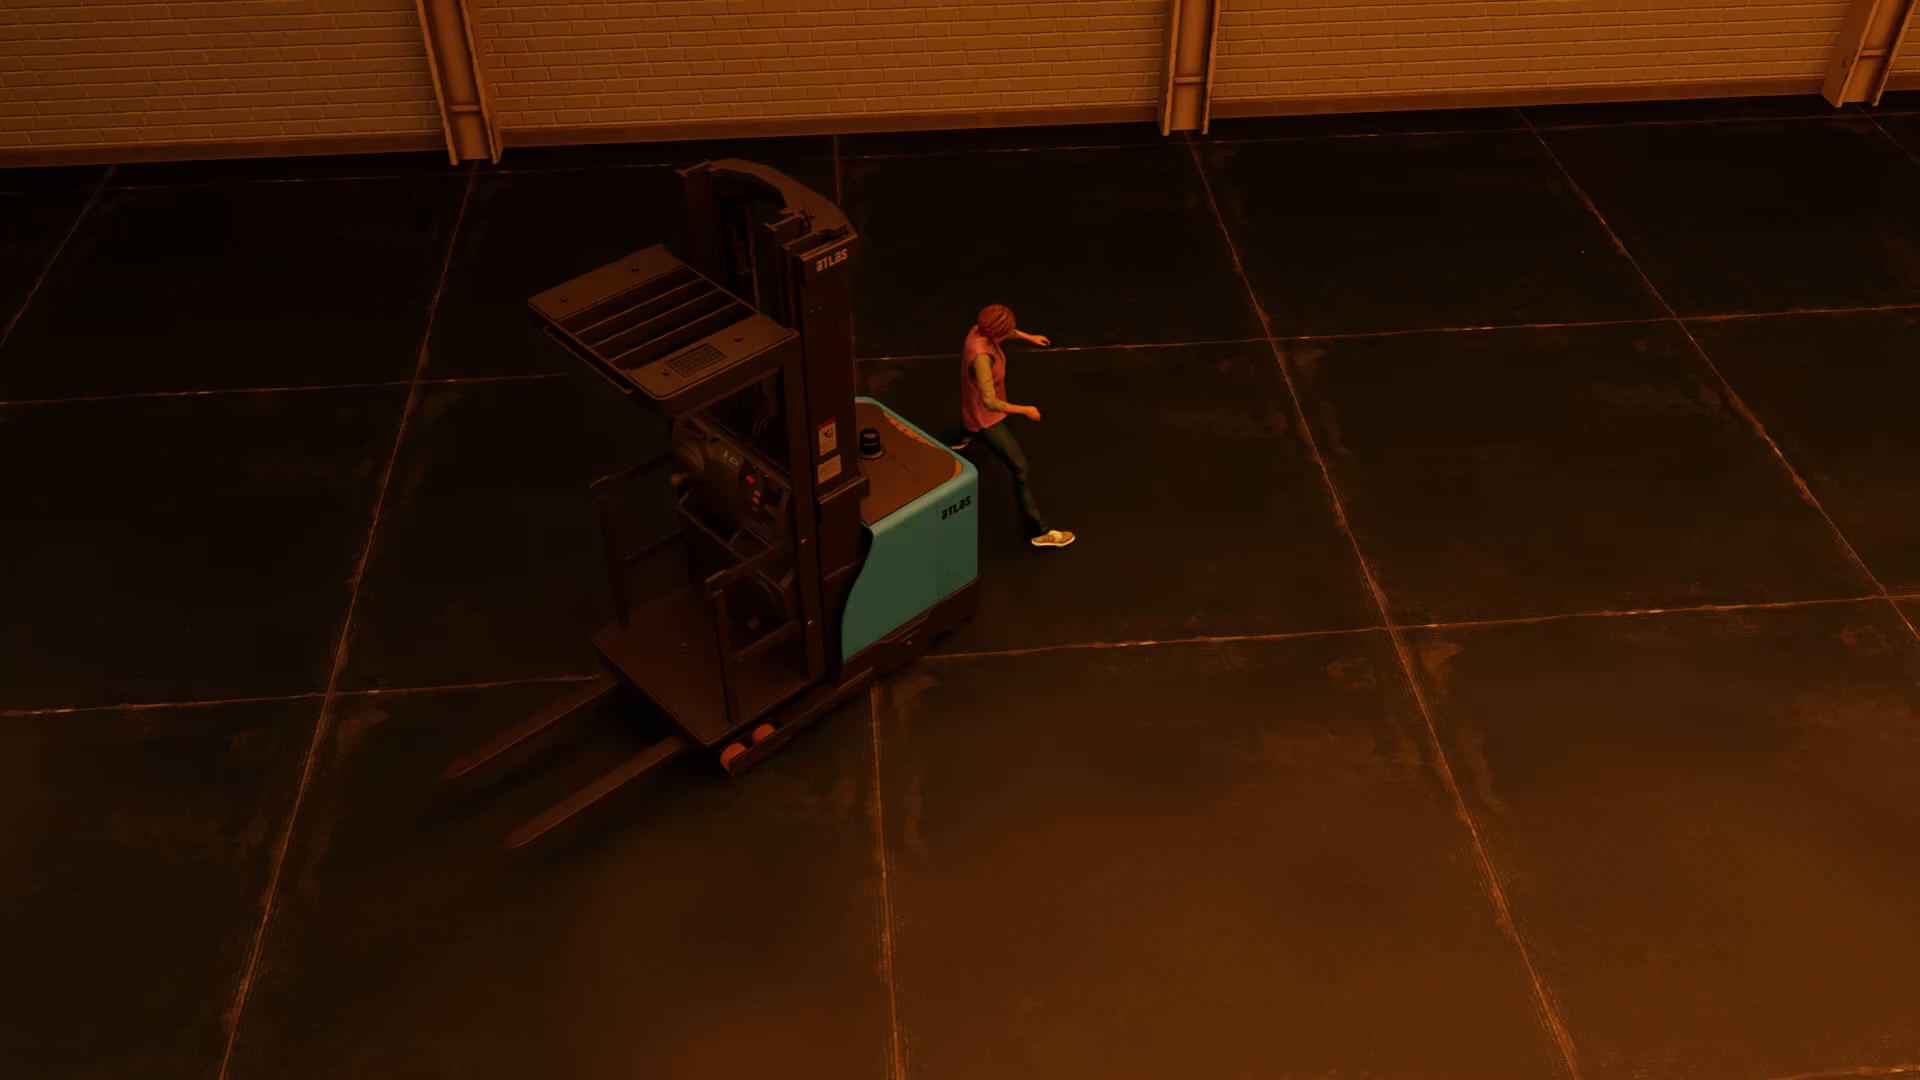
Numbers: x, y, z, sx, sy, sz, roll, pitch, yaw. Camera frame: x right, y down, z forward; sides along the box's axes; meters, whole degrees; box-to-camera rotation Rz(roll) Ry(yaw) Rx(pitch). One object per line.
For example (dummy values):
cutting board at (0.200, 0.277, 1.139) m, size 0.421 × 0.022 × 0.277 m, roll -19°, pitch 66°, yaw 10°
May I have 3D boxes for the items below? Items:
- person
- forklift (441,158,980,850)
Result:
person at (0.277, -0.839, 10.082) m, size 0.862 × 1.408 × 1.084 m, roll 0°, pitch 41°, yaw 0°
forklift at (-1.308, -0.267, 8.250) m, size 3.031 × 2.935 × 1.130 m, roll -31°, pitch 49°, yaw -31°
